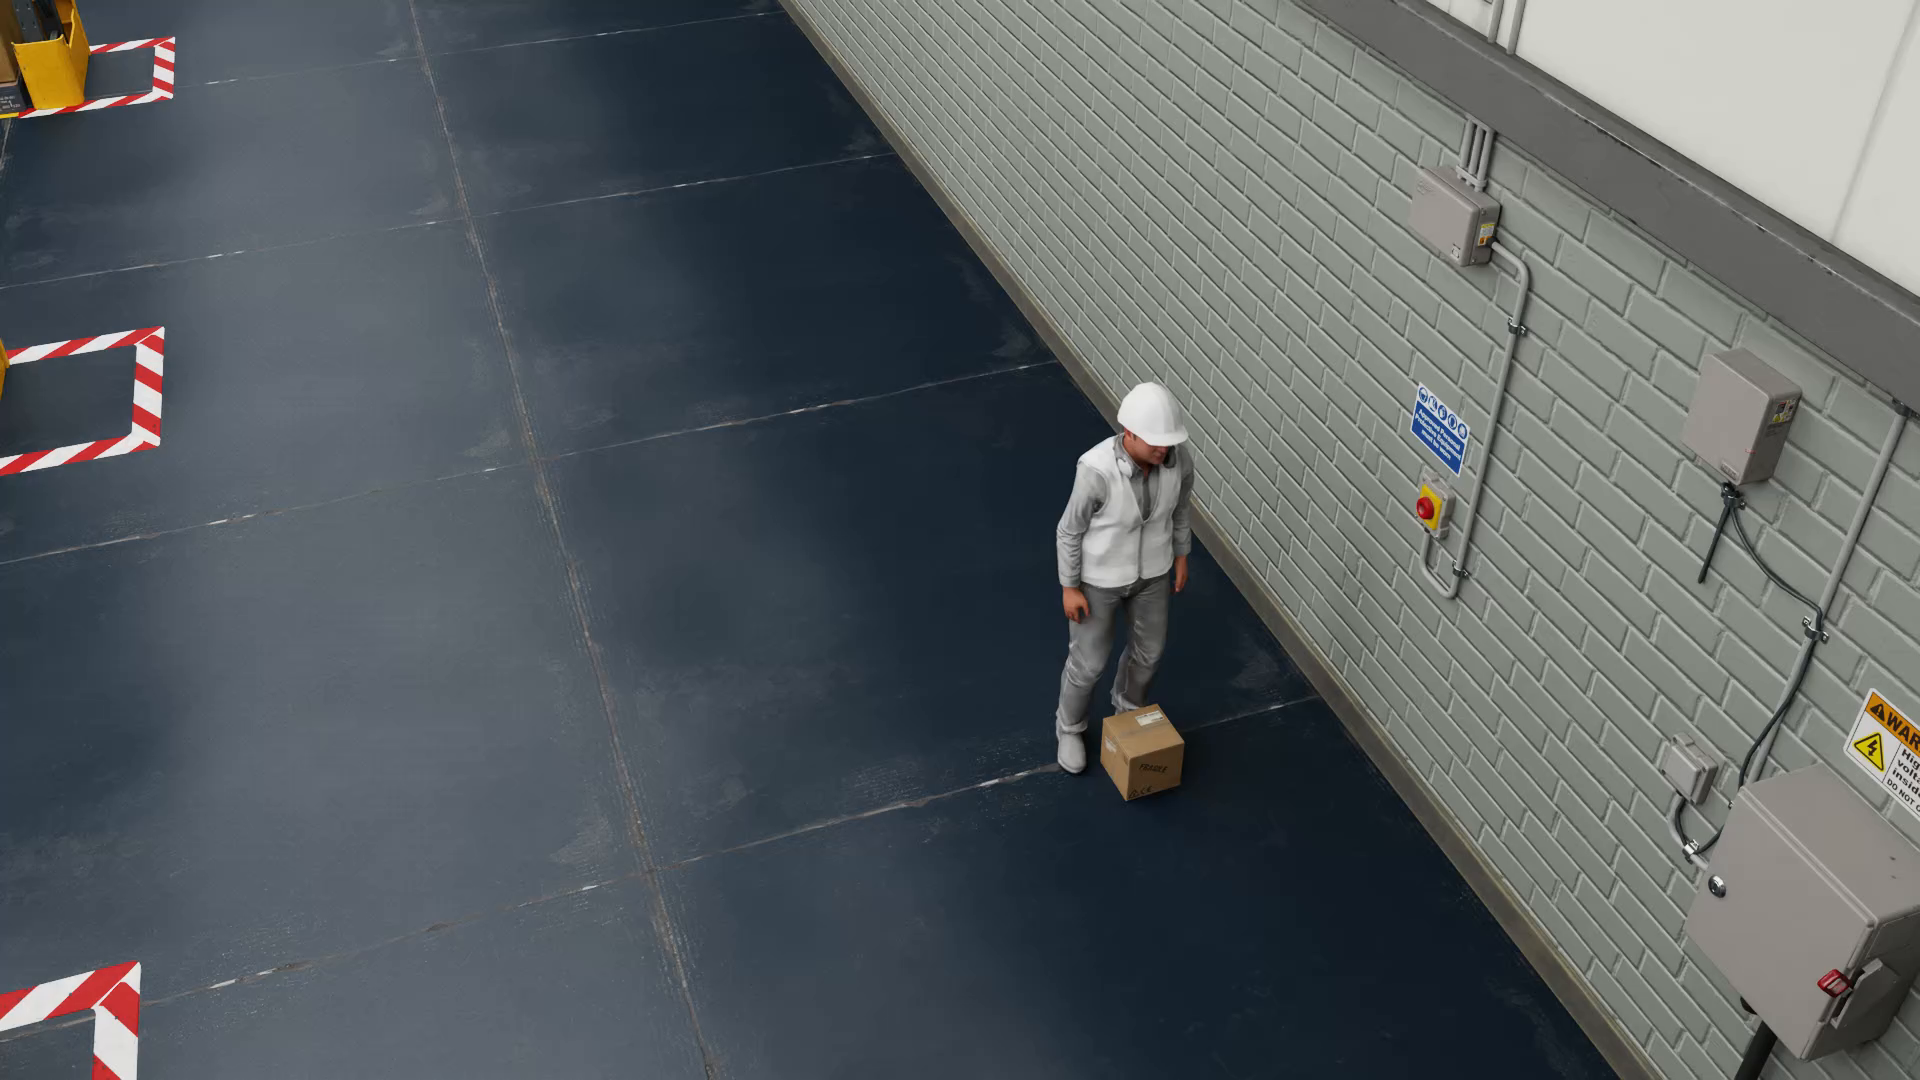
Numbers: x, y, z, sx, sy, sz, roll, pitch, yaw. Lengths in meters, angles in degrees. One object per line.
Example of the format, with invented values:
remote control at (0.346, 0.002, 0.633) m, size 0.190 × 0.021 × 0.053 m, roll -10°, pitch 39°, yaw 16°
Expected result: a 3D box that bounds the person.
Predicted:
person at (0.652, 0.125, 6.600) m, size 0.594 × 1.771 × 0.464 m, roll -15°, pitch 40°, yaw -19°
